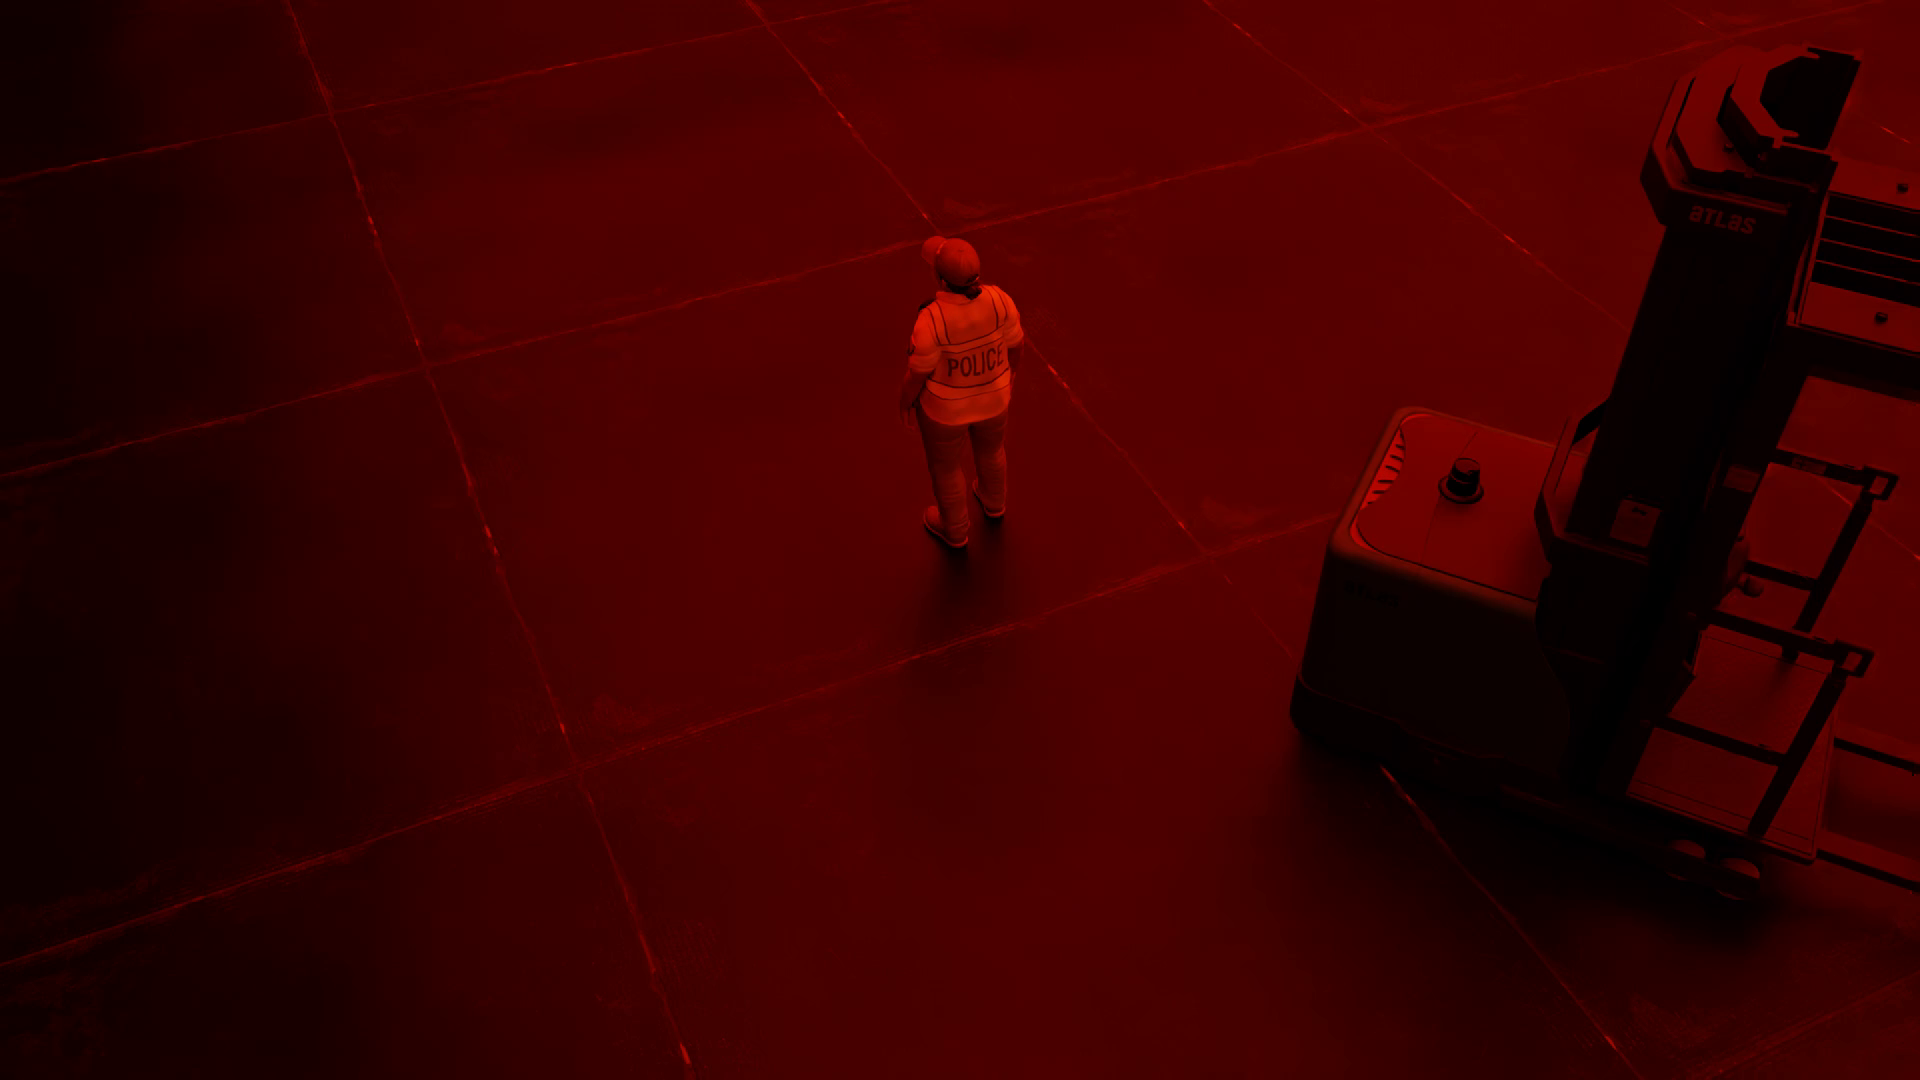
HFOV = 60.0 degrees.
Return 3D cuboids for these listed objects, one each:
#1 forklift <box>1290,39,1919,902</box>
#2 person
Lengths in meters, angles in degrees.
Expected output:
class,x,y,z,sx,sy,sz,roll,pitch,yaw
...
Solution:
class,x,y,z,sx,sy,sz,roll,pitch,yaw
forklift,2.930,-0.116,5.804,3.031,2.935,1.130,19,46,19
person,-0.012,-0.669,7.312,0.599,1.670,0.529,-18,46,-18
